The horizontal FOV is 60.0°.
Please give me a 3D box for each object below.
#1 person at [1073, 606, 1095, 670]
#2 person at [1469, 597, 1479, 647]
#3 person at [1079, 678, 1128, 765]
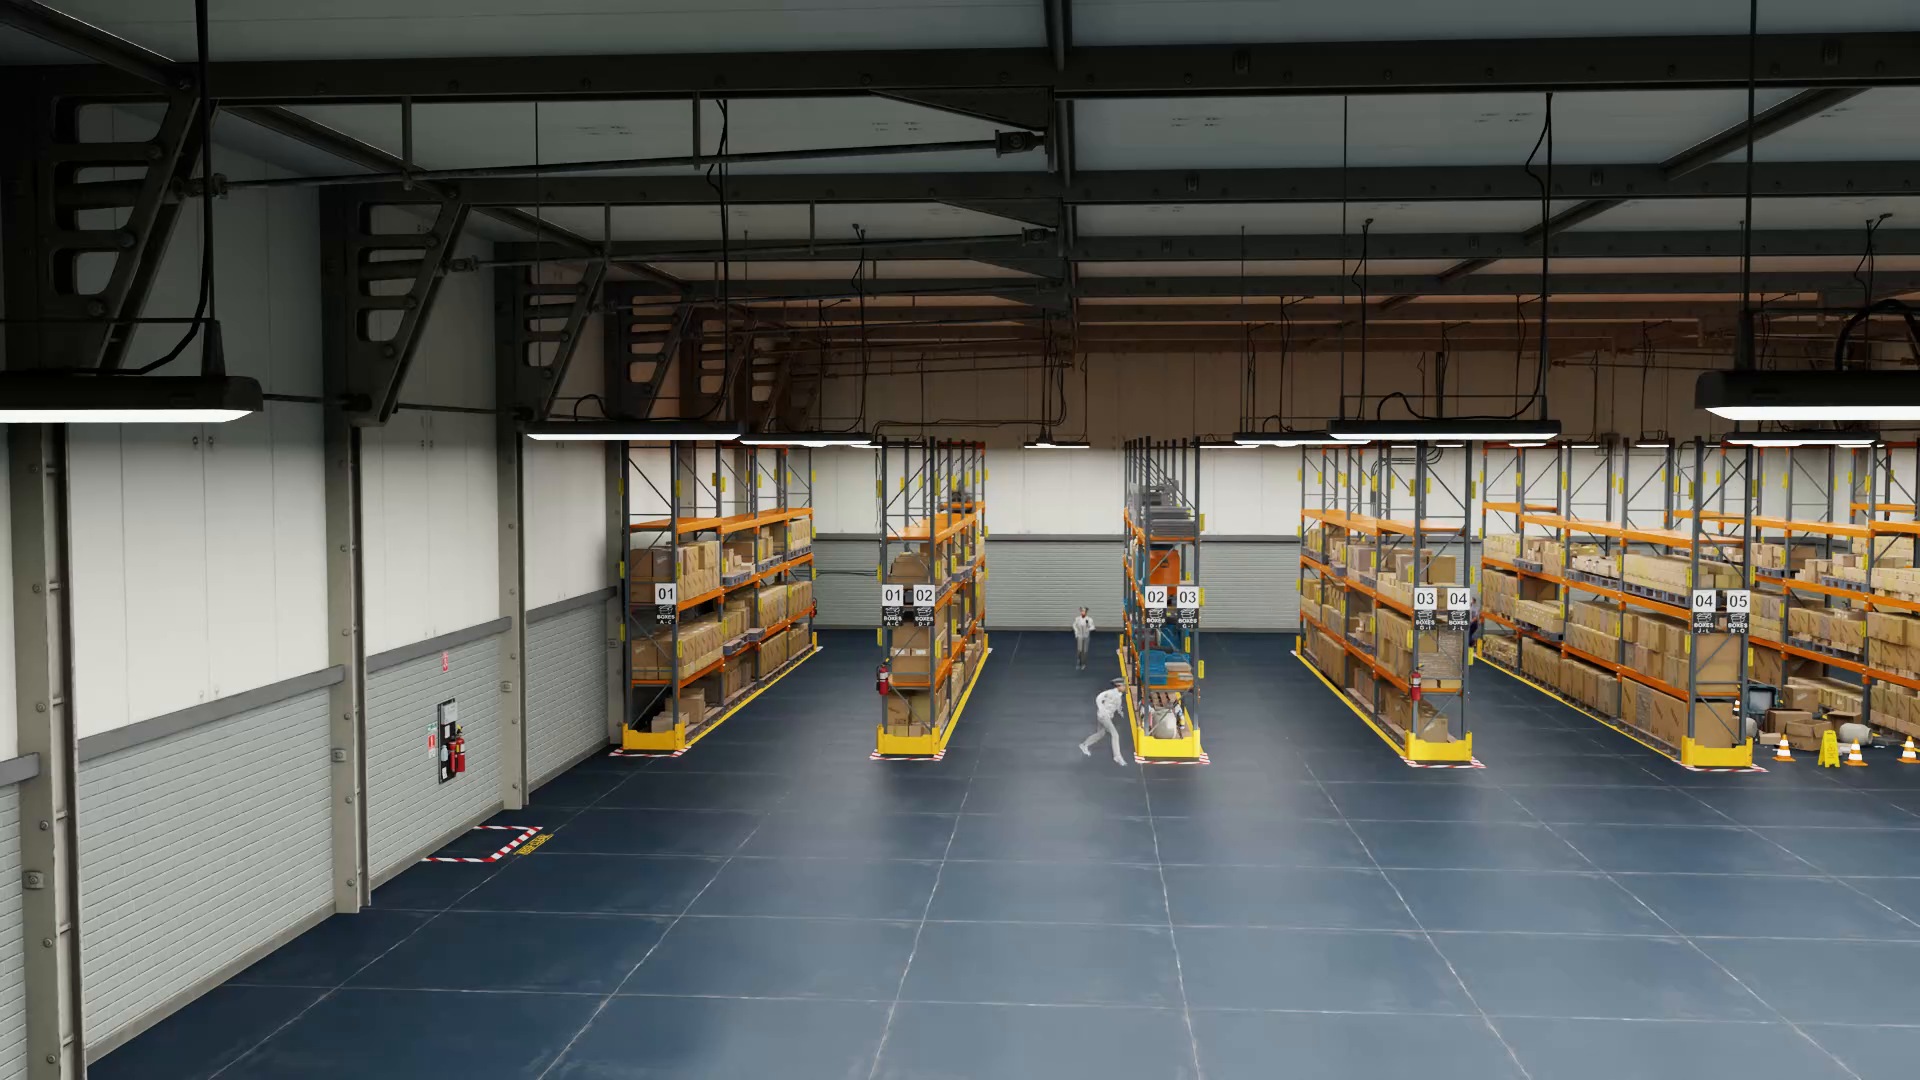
[{"bbox_3d":[3.231,2.567,43.411,0.586,1.696,0.642,0,3,7],"label":"person"},{"bbox_3d":[14.546,2.405,47.298,0.527,1.595,0.666,-1,3,-10],"label":"person"},{"bbox_3d":[2.612,3.315,30.540,0.980,1.628,0.655,2,4,32],"label":"person"}]
